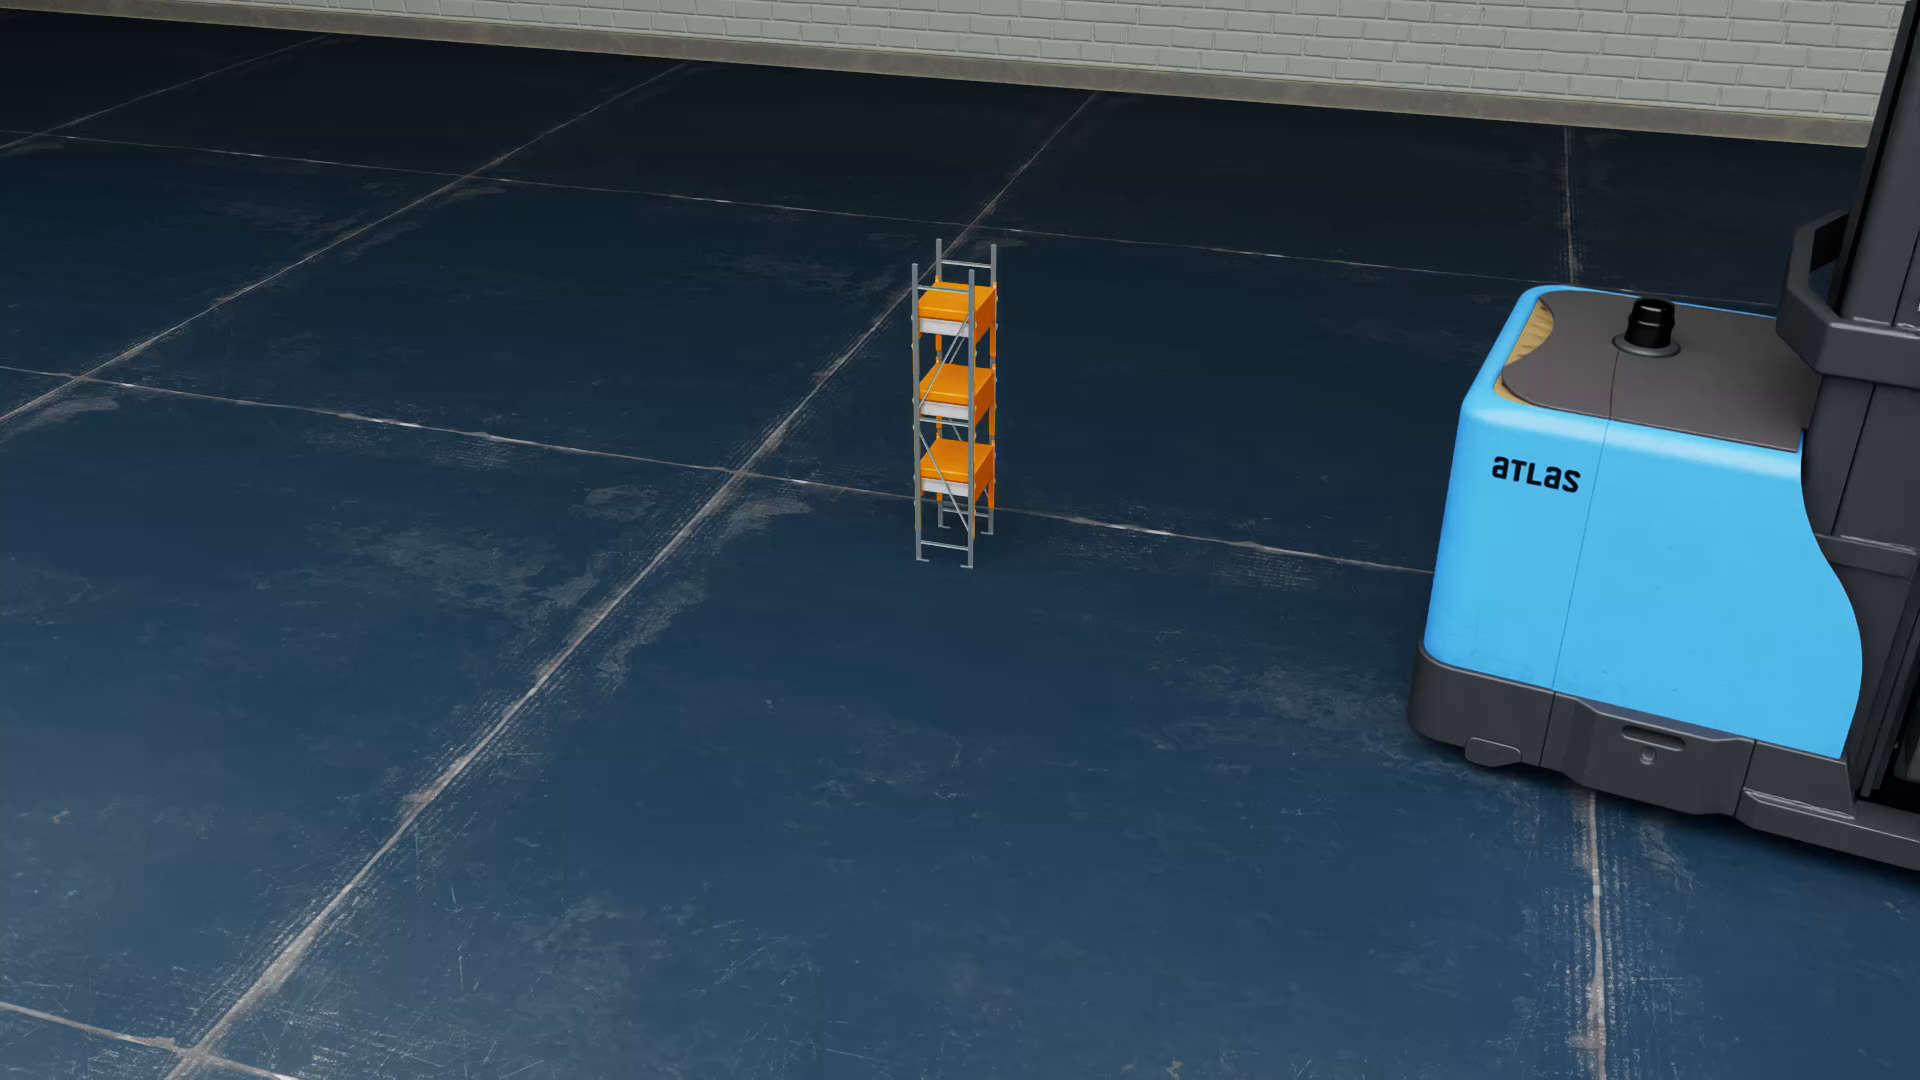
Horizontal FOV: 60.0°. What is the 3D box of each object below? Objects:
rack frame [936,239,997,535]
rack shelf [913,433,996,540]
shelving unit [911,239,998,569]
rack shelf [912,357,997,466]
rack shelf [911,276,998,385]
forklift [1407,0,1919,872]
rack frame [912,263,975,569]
[{"bbox_3d":[0.020,-0.491,5.552,0.200,1.050,0.008,8,30,15],"label":"rack frame"},{"bbox_3d":[-0.016,-0.182,5.590,0.215,0.259,0.240,8,30,15],"label":"rack shelf"},{"bbox_3d":[-0.016,-0.434,5.450,0.215,1.050,0.252,8,30,15],"label":"shelving unit"},{"bbox_3d":[-0.016,-0.425,5.455,0.215,0.259,0.240,8,30,15],"label":"rack shelf"},{"bbox_3d":[-0.016,-0.673,5.317,0.215,0.259,0.240,8,30,15],"label":"rack shelf"},{"bbox_3d":[2.817,-0.590,3.795,3.031,2.935,1.130,13,32,23],"label":"forklift"},{"bbox_3d":[-0.052,-0.377,5.348,0.200,1.050,0.008,8,30,15],"label":"rack frame"}]
